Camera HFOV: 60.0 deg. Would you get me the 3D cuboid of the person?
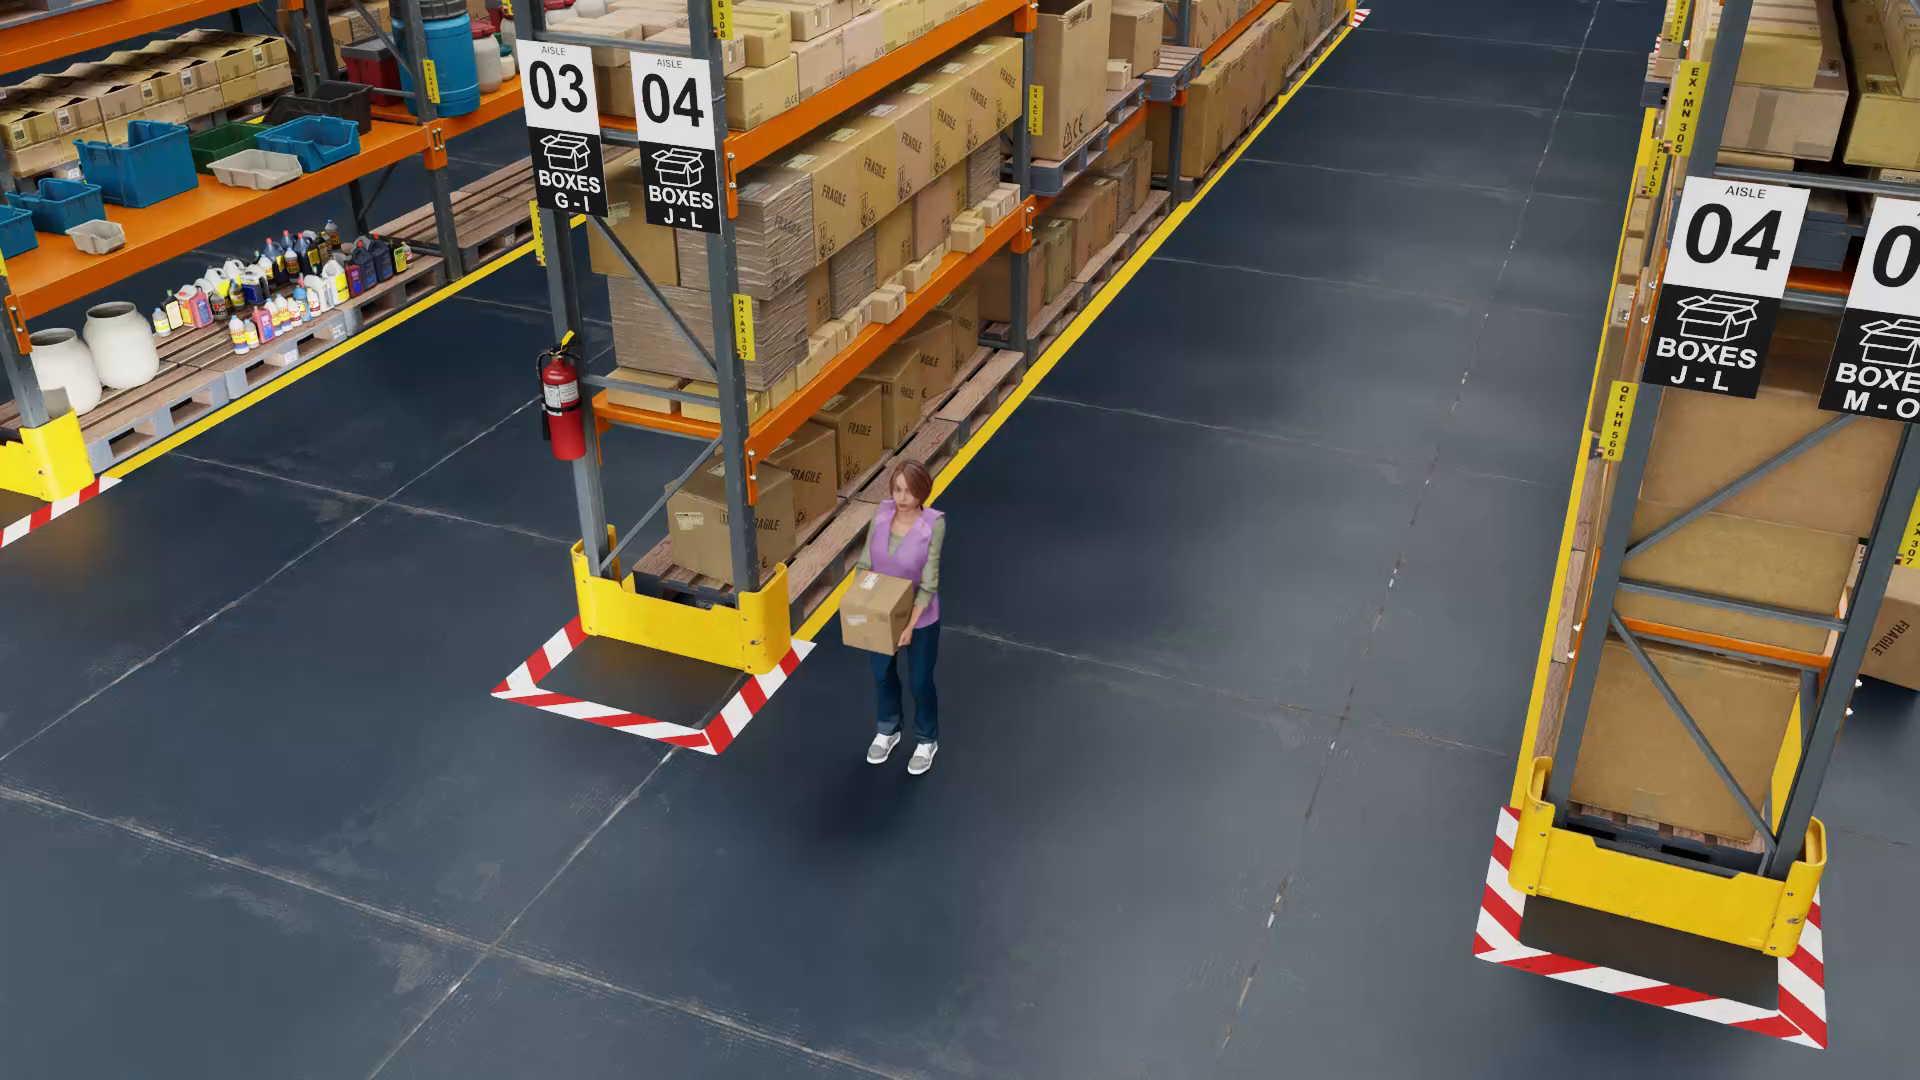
[{"bbox_3d":[-0.295,0.395,7.718,0.404,1.590,0.492,12,32,20],"label":"person"}]
